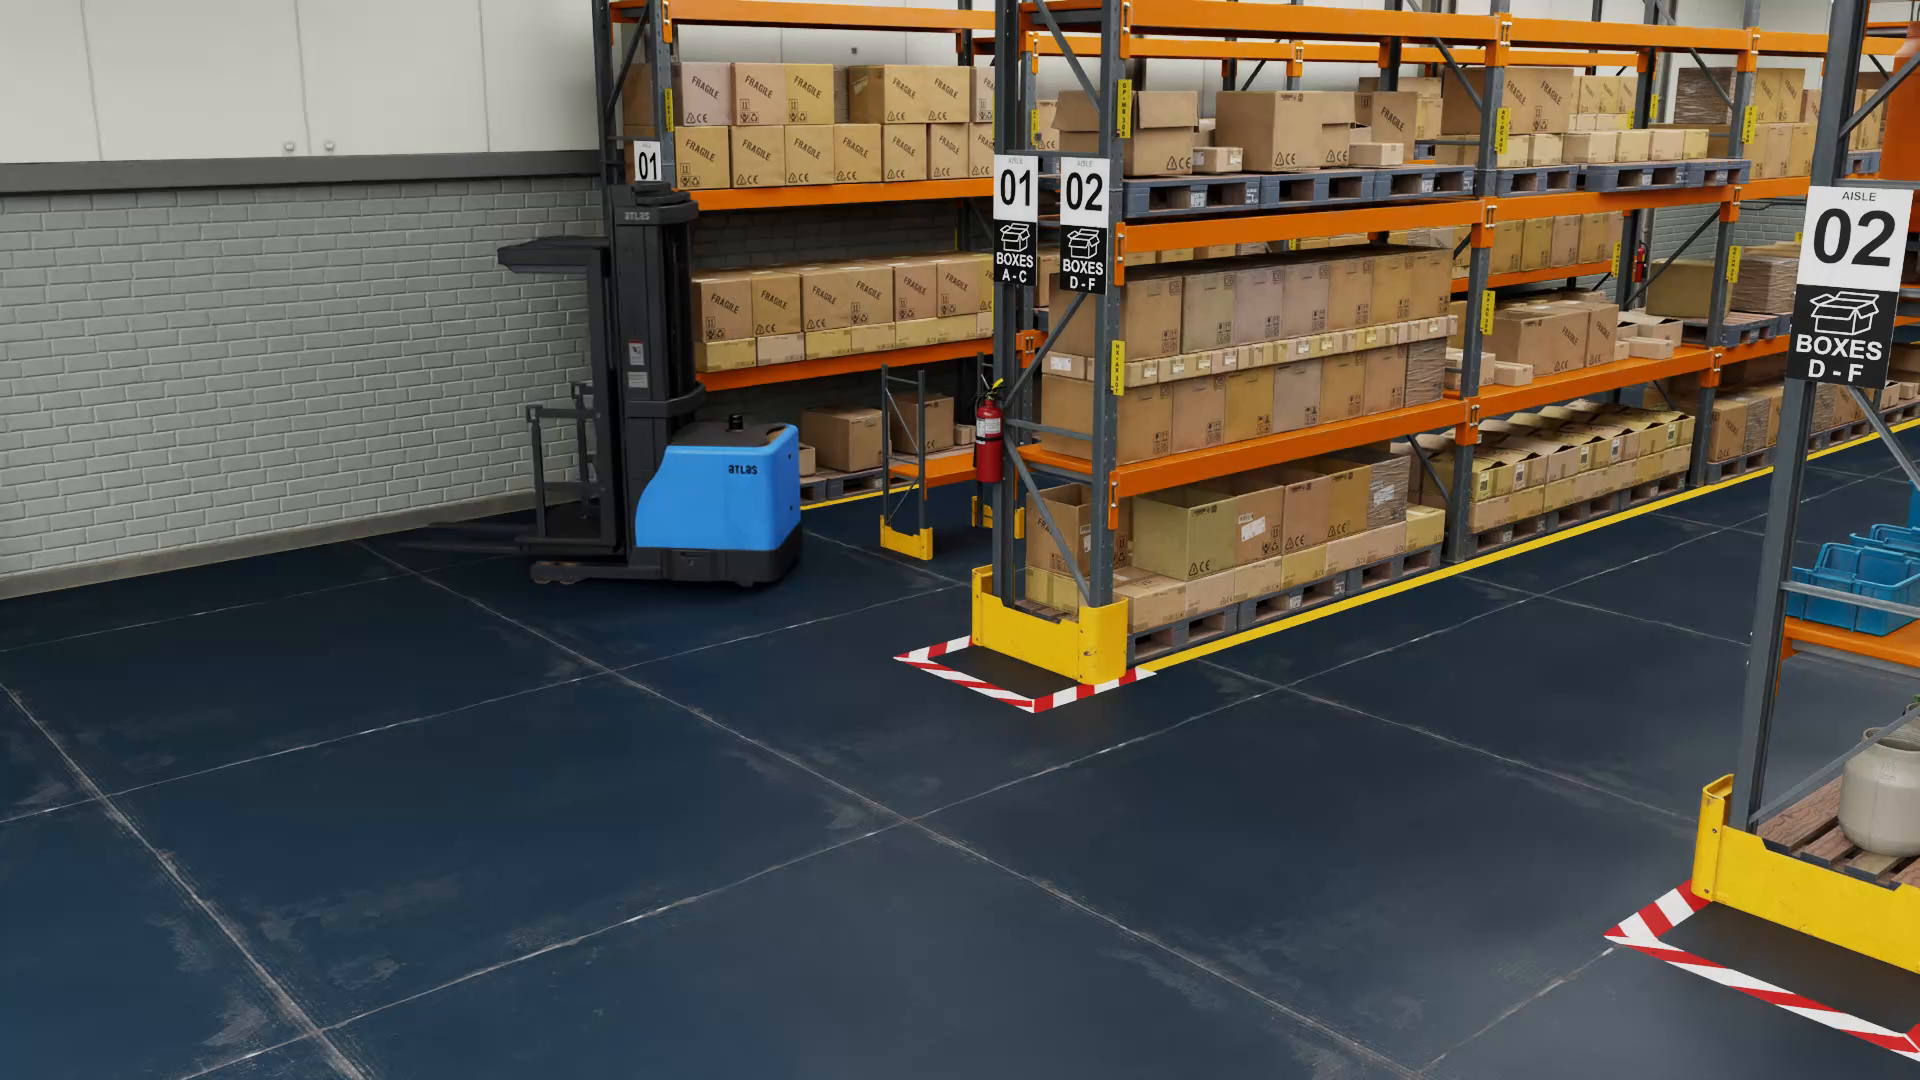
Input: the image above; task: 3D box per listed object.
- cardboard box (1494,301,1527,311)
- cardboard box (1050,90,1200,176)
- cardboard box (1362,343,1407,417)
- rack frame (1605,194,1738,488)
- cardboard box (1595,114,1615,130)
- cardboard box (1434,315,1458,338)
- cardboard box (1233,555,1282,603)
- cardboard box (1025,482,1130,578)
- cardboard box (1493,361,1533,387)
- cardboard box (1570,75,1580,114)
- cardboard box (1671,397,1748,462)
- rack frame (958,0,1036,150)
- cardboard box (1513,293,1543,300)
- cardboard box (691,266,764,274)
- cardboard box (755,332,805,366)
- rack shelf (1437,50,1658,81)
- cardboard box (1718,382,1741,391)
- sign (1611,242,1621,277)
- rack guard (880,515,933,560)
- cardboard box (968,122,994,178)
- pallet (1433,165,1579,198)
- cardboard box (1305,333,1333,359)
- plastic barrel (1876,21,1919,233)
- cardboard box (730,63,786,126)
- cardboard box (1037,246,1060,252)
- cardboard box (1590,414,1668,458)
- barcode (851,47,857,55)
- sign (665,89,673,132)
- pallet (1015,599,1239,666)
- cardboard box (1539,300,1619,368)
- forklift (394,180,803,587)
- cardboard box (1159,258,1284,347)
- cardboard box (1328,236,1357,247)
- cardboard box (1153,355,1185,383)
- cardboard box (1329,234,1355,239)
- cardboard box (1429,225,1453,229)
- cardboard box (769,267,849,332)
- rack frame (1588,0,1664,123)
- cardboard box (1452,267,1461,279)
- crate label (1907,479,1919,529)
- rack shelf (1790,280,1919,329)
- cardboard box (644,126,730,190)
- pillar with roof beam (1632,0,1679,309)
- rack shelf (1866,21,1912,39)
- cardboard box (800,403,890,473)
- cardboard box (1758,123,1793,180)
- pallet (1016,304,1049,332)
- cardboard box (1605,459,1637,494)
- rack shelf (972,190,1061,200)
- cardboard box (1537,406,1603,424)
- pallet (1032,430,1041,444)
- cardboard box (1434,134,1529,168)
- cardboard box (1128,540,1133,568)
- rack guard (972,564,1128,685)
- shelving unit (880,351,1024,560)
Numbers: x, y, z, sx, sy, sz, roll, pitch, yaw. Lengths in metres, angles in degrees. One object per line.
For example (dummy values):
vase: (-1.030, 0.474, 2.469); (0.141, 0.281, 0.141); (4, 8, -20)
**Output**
cardboard box: (7.393, -3.119, 22.386); (0.250, 0.149, 0.380); (-12, 19, -38)
cardboard box: (1.022, -2.550, 10.388); (0.637, 0.503, 0.797); (-11, 18, -36)
cardboard box: (2.879, -1.243, 12.398); (0.500, 0.500, 0.700); (-13, 20, -40)
rack frame: (6.620, -2.040, 15.573); (0.127, 3.000, 1.000); (-13, 19, -39)
cardboard box: (8.631, -5.722, 22.831); (0.500, 0.250, 0.500); (-14, 20, -41)
cardboard box: (3.538, -1.636, 12.611); (0.250, 0.149, 0.380); (-13, 20, -39)
cardboard box: (1.888, 0.224, 11.615); (0.500, 0.250, 0.500); (-13, 19, -39)
cardboard box: (0.795, -0.070, 11.260); (0.500, 0.500, 0.500); (-13, 19, -39)
cardboard box: (4.406, -1.351, 13.482); (0.250, 0.149, 0.380); (-13, 19, -39)
cardboard box: (7.858, -5.910, 22.082); (0.500, 0.500, 0.500); (-12, 19, -39)
cardboard box: (7.151, -1.066, 15.919); (0.500, 0.500, 0.500); (-12, 19, -37)
rack frame: (0.348, -5.224, 15.870); (0.127, 3.000, 1.000); (-13, 19, -39)
cardboard box: (7.946, -3.374, 23.342); (0.250, 0.149, 0.380); (-12, 19, -39)
cardboard box: (-2.067, -2.152, 14.793); (0.500, 0.500, 0.500); (-12, 19, -39)
cardboard box: (-1.710, -1.697, 14.542); (0.500, 0.250, 0.500); (-13, 20, -41)
rack shelf: (7.892, -6.377, 22.356); (4.000, 0.370, 1.077); (-13, 19, -39)
cardboard box: (7.563, -1.336, 16.931); (0.500, 0.500, 0.500); (-14, 20, -41)
sign: (6.257, -2.665, 15.823); (0.005, 0.325, 0.100); (-13, 19, -39)
rack guard: (-0.433, -0.023, 13.354); (0.087, 0.250, 0.587); (-13, 19, -39)
cardboard box: (0.128, -3.699, 15.740); (0.500, 0.500, 0.500); (-12, 19, -38)
pallet: (4.260, -2.871, 13.243); (1.217, 0.209, 0.805); (-14, 20, -42)
cardboard box: (2.381, -1.375, 11.636); (0.250, 0.149, 0.380); (-12, 19, -38)
plastic barrel: (4.117, -1.686, 6.791); (0.708, 0.830, 0.600); (-13, 19, -39)
cardboard box: (-1.808, -3.731, 13.924); (0.500, 0.500, 0.500); (-13, 20, -40)
cardboard box: (1.181, -2.759, 17.222); (0.500, 0.500, 0.700); (-10, 18, -34)
cardboard box: (5.999, -0.959, 14.955); (0.500, 0.311, 0.500); (-13, 20, -40)
barcode: (-0.983, -4.541, 15.444); (0.075, 0.075, 0.001); (-13, 19, -39)
sign: (-2.313, -3.414, 13.212); (0.005, 0.325, 0.100); (-13, 19, -39)
pallet: (1.135, 0.525, 11.375); (1.213, 0.211, 1.003); (-13, 19, -39)
cardboard box: (5.365, -1.800, 14.484); (0.500, 0.500, 0.500); (-14, 20, -42)
forklift: (-2.801, -1.209, 12.597); (3.031, 2.935, 1.130); (2, 15, 6)
cardboard box: (1.759, -1.621, 11.297); (0.500, 0.500, 0.700); (-13, 19, -39)
cardboard box: (4.301, -3.324, 19.574); (0.500, 0.500, 0.500); (-12, 19, -38)
cardboard box: (1.220, -1.116, 10.664); (0.250, 0.149, 0.380); (-13, 20, -41)
cardboard box: (4.283, -3.685, 19.472); (0.500, 0.250, 0.500); (-13, 20, -40)
cardboard box: (5.807, -4.031, 20.767); (0.500, 0.250, 0.500); (-12, 19, -38)
cardboard box: (-1.338, -2.138, 14.740); (0.500, 0.500, 0.500); (-13, 20, -41)
rack frame: (9.401, -7.257, 23.480); (0.127, 3.000, 1.000); (-13, 19, -39)
cardboard box: (6.139, -3.409, 21.150); (0.250, 0.149, 0.380); (-12, 19, -38)
crate label: (5.045, -0.101, 8.247); (0.616, 0.435, 0.502); (-13, 19, -39)
rack shelf: (5.343, -1.160, 7.861); (4.000, 0.370, 1.077); (-13, 19, -39)
cardboard box: (-2.253, -3.163, 13.735); (0.500, 0.500, 0.500); (-12, 19, -38)
pillar with roof beam: (13.696, -7.045, 22.686); (0.400, 9.000, 9.100); (-13, 19, -39)
rack shelf: (11.147, -5.605, 18.697); (4.000, 0.370, 1.077); (-13, 19, -39)
cardboard box: (-1.072, -0.964, 15.537); (0.500, 0.500, 0.700); (-14, 21, -43)
cardboard box: (7.312, -3.704, 15.798); (0.500, 0.500, 0.910); (-13, 19, -39)
pallet: (1.020, -2.334, 17.048); (1.213, 0.211, 1.003); (-13, 19, -39)
cardboard box: (5.616, -0.605, 14.716); (0.500, 0.250, 0.500); (-12, 19, -38)
rack shelf: (1.857, -3.766, 17.618); (4.000, 0.370, 1.077); (-13, 19, -39)
cardboard box: (5.642, -1.063, 15.344); (0.500, 0.311, 0.500); (-13, 20, -41)
pallet: (0.935, -1.111, 17.499); (1.213, 0.211, 1.003); (-13, 19, -39)
cardboard box: (4.074, -3.044, 12.998); (0.500, 0.250, 0.500); (-10, 18, -34)
cardboard box: (1.165, 0.206, 11.681); (0.500, 0.250, 0.500); (-13, 19, -39)
rack guard: (0.567, 0.527, 10.807); (0.348, 0.500, 1.175); (-13, 19, -39)
shelving unit: (-0.058, -0.712, 13.508); (1.083, 1.500, 0.587); (-13, 19, -39)
